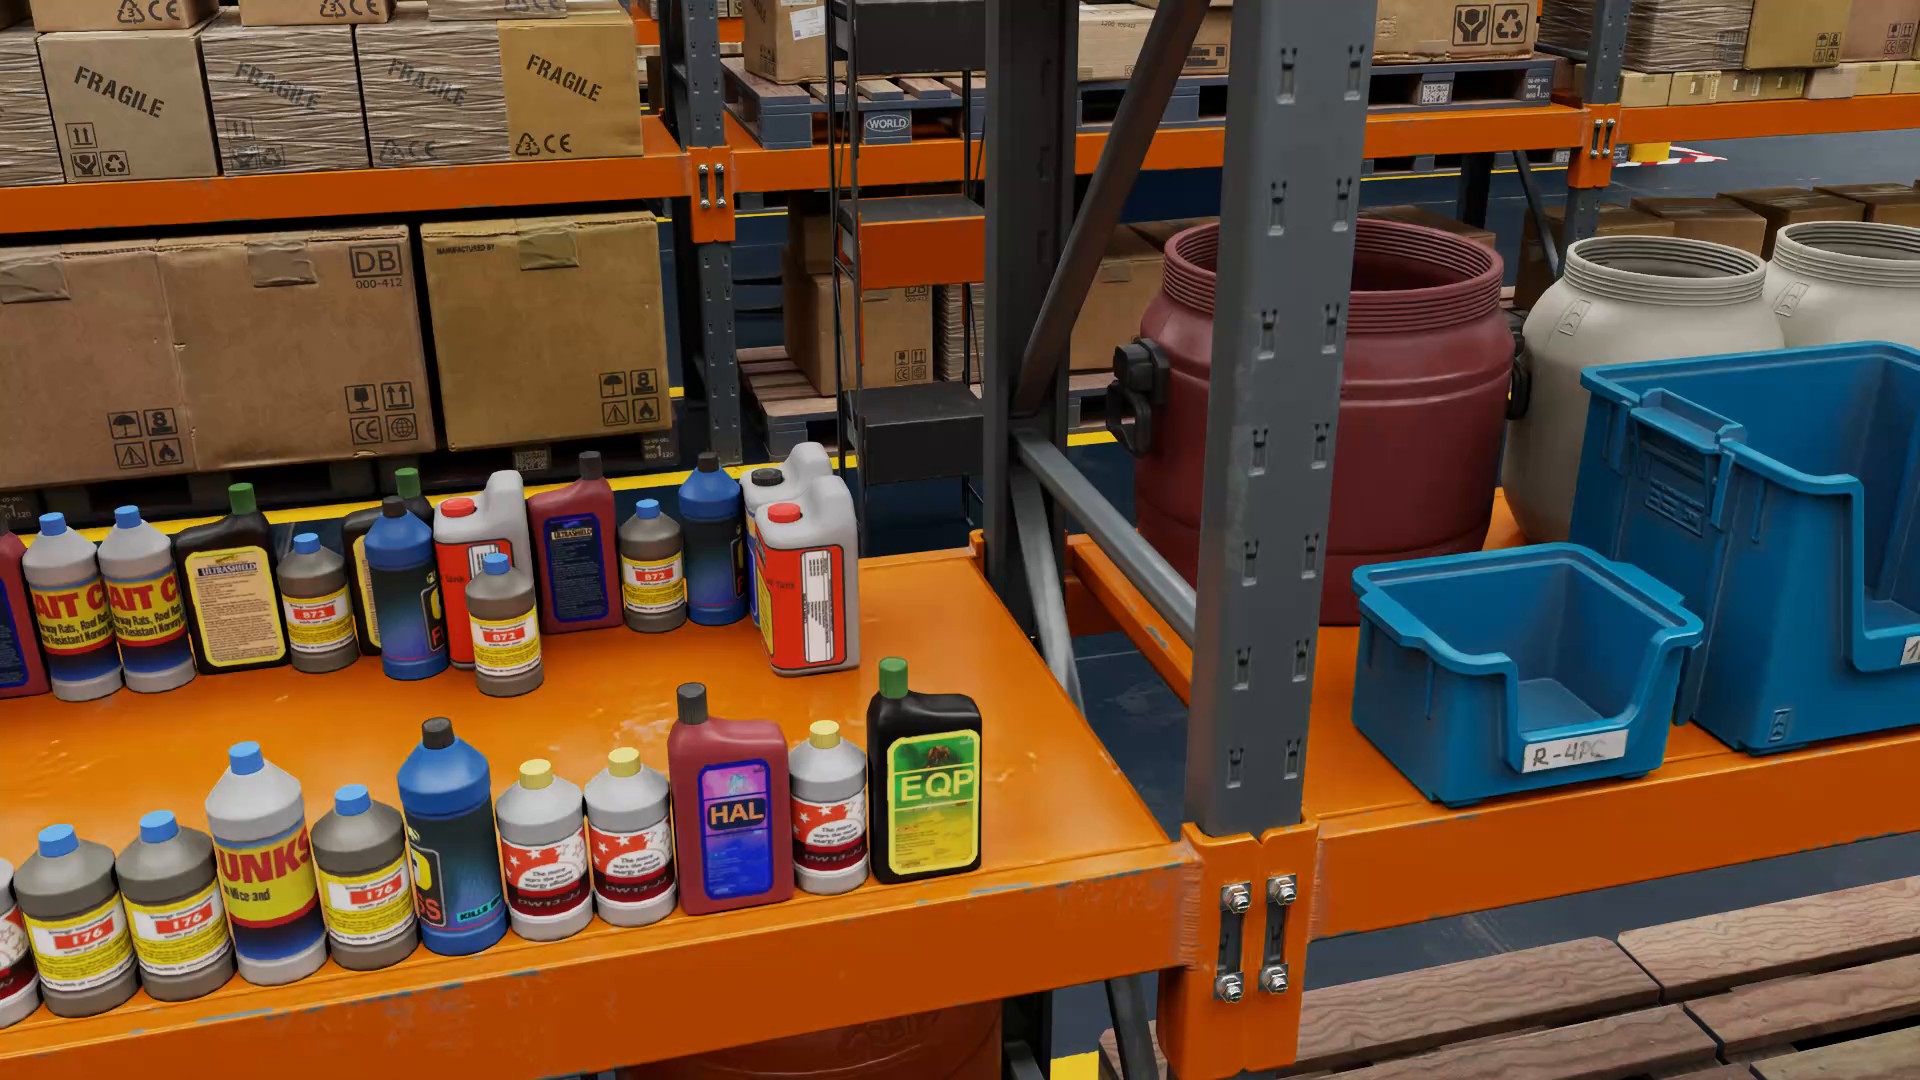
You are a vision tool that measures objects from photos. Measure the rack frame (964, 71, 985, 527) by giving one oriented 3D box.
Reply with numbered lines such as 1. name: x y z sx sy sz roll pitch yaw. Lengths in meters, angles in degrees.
1. rack frame: 0.076 -0.973 5.855 0.015 2.100 0.400 -6 24 -14

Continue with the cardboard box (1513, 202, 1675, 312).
1. cardboard box: 3.142 -1.369 8.275 0.500 0.500 0.500 -7 24 -16

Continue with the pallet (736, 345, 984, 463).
1. pallet: -0.353 -0.673 7.551 1.213 0.211 1.003 -6 24 -14

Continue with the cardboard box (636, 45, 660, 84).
1. cardboard box: -3.236 -4.676 16.143 0.625 0.372 0.950 -8 24 -18

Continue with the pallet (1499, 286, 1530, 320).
1. pallet: 3.383 -1.101 8.549 1.213 0.211 1.003 -6 24 -14

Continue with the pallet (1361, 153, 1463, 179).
1. pallet: 3.434 -3.093 13.190 1.213 0.211 1.003 -6 24 -14

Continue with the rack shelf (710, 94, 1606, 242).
1. rack shelf: 0.820 -1.754 7.446 4.000 0.370 1.077 -6 24 -14

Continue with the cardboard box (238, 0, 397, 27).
1. cardboard box: -2.442 -2.239 6.264 0.637 0.503 0.797 -6 24 -13

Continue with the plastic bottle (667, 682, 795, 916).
1. plastic bottle: -0.264 0.292 1.913 0.133 0.283 0.061 -6 24 -14

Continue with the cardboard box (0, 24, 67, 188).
1. cardboard box: -3.480 -1.553 5.938 0.500 0.500 0.500 -7 24 -16

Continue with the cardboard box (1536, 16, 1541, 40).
1. cardboard box: 4.720 -3.737 13.317 0.875 0.875 0.875 -6 24 -14

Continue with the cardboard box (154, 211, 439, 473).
1. cardboard box: -2.636 -0.931 6.777 0.875 0.875 1.225 -6 24 -14

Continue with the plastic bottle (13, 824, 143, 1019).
1. plastic bottle: -0.942 0.397 1.772 0.097 0.201 0.097 0 23 0

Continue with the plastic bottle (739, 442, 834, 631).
1. plastic bottle: -0.271 -0.011 2.629 0.135 0.276 0.152 -6 24 -14

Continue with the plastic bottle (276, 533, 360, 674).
1. plastic bottle: -0.964 0.089 2.491 0.097 0.201 0.097 0 23 0

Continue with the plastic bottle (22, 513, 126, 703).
1. plastic bottle: -1.280 0.092 2.396 0.097 0.271 0.097 0 23 0

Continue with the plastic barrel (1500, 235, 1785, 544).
1. plastic barrel: 1.165 -0.233 2.848 0.421 0.512 0.421 0 23 0

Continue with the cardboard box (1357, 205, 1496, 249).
1. cardboard box: 2.149 -1.294 8.074 0.500 0.500 0.700 -8 25 -18

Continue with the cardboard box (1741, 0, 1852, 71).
1. cardboard box: 3.687 -2.545 7.873 0.500 0.500 0.875 -6 24 -14

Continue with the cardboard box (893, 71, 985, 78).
1. cardboard box: -0.086 -2.281 7.102 0.500 0.500 0.700 -3 23 -7

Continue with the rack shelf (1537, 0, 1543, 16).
1. rack shelf: 3.429 -4.074 12.853 4.000 0.370 1.077 -6 24 -14

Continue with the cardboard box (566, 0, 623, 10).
1. cardboard box: -1.647 -1.969 6.908 0.500 0.500 0.500 -6 24 -13

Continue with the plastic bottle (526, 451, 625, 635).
1. plastic bottle: -0.600 0.003 2.586 0.133 0.283 0.061 -6 24 -14

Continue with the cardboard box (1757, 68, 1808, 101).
1. cardboard box: 3.750 -2.180 7.845 0.250 0.149 0.380 -6 24 -14

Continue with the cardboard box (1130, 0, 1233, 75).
1. cardboard box: 1.102 -2.318 7.186 0.637 0.503 0.797 -4 24 -9

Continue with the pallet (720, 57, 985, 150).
1. pallet: -0.448 -1.900 7.117 1.003 0.211 1.213 -6 24 -14

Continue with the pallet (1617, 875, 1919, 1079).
1. pallet: 2.161 1.094 3.433 1.213 0.211 1.003 -6 24 -14

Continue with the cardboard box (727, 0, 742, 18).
1. cardboard box: -1.354 -3.812 11.203 0.500 0.500 0.500 -7 24 -15

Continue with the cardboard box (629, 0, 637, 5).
1. cardboard box: -3.895 -6.754 20.665 0.625 0.625 0.875 -6 24 -13

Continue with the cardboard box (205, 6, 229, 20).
1. cardboard box: -3.117 -1.805 6.526 0.500 0.500 0.500 -6 24 -14

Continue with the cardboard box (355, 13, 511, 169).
1. cardboard box: -1.995 -1.720 6.328 0.500 0.500 0.500 -7 24 -15

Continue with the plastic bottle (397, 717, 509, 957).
1. plastic bottle: -0.567 0.324 1.855 0.097 0.271 0.097 0 23 0

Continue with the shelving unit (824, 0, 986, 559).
1. shelving unit: -0.159 -0.947 5.795 0.503 2.100 0.431 -6 24 -14

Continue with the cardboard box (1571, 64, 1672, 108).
1. cardboard box: 3.034 -2.091 7.638 0.250 0.149 0.380 -6 24 -14

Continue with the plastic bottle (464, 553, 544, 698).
1. plastic bottle: -0.665 0.118 2.423 0.097 0.201 0.097 0 23 0

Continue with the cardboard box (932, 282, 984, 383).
1. cardboard box: 0.065 -1.068 7.547 0.500 0.500 0.700 -8 25 -19

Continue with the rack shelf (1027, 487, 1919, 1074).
1. rack shelf: 2.158 0.126 3.064 4.000 0.370 1.077 -6 24 -14

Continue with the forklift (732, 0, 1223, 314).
1. forklift: 0.148 -2.587 8.562 3.031 2.935 1.130 -7 24 -15

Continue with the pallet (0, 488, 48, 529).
1. pallet: -4.234 -0.275 6.623 1.213 0.211 1.003 -6 24 -14

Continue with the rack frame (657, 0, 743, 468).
1. rack frame: -1.105 -1.872 6.808 0.127 3.000 1.000 -6 24 -14

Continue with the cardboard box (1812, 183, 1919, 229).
1. cardboard box: 4.817 -1.572 8.746 0.500 0.500 0.500 -4 24 -9

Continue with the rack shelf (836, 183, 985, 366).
1. rack shelf: -0.159 -0.935 5.800 0.480 0.518 0.431 -6 24 -14

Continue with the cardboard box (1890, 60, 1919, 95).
1. cardboard box: 4.475 -2.256 8.022 0.250 0.149 0.380 -6 24 -14
